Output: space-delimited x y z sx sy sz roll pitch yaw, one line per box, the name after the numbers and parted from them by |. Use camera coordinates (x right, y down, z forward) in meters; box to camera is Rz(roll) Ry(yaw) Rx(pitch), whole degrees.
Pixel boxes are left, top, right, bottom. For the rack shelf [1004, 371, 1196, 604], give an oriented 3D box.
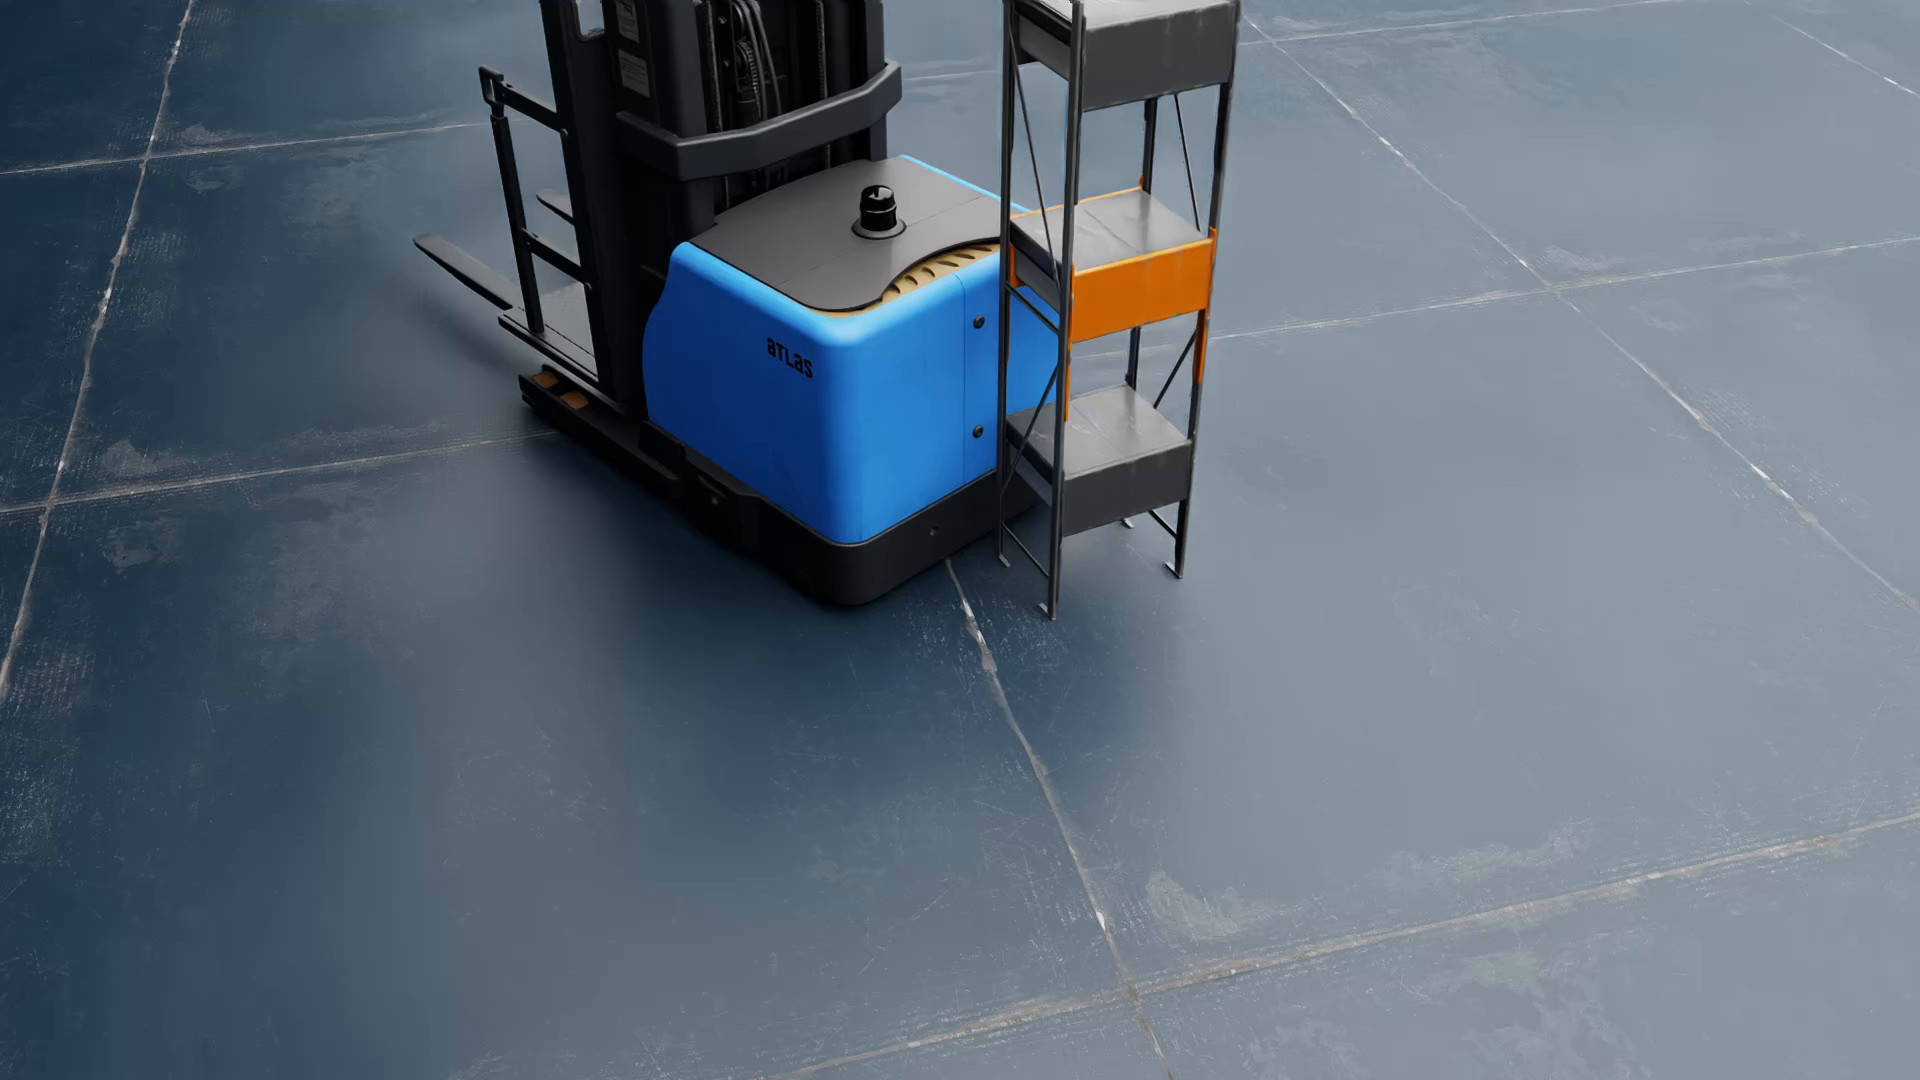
0.433 -0.177 5.428 0.480 0.518 0.431 -17 41 -21 | rack shelf

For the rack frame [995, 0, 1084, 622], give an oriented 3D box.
0.216 -0.677 4.907 0.015 2.100 0.400 -17 41 -21 | rack frame

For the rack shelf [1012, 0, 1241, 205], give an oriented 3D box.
0.433 -1.289 4.577 0.480 0.518 0.431 -17 41 -21 | rack shelf

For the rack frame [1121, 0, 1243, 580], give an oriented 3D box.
0.651 -0.810 5.081 0.015 2.100 0.400 -17 41 -21 | rack frame

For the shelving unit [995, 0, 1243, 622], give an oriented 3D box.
0.433 -0.744 4.994 0.503 2.100 0.431 -17 41 -21 | shelving unit

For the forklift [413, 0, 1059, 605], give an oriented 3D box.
-1.032 -1.752 5.628 1.130 2.935 3.031 -31 47 -34 | forklift

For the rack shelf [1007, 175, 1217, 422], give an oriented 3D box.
0.433 -0.733 5.002 0.480 0.518 0.431 -17 41 -21 | rack shelf
